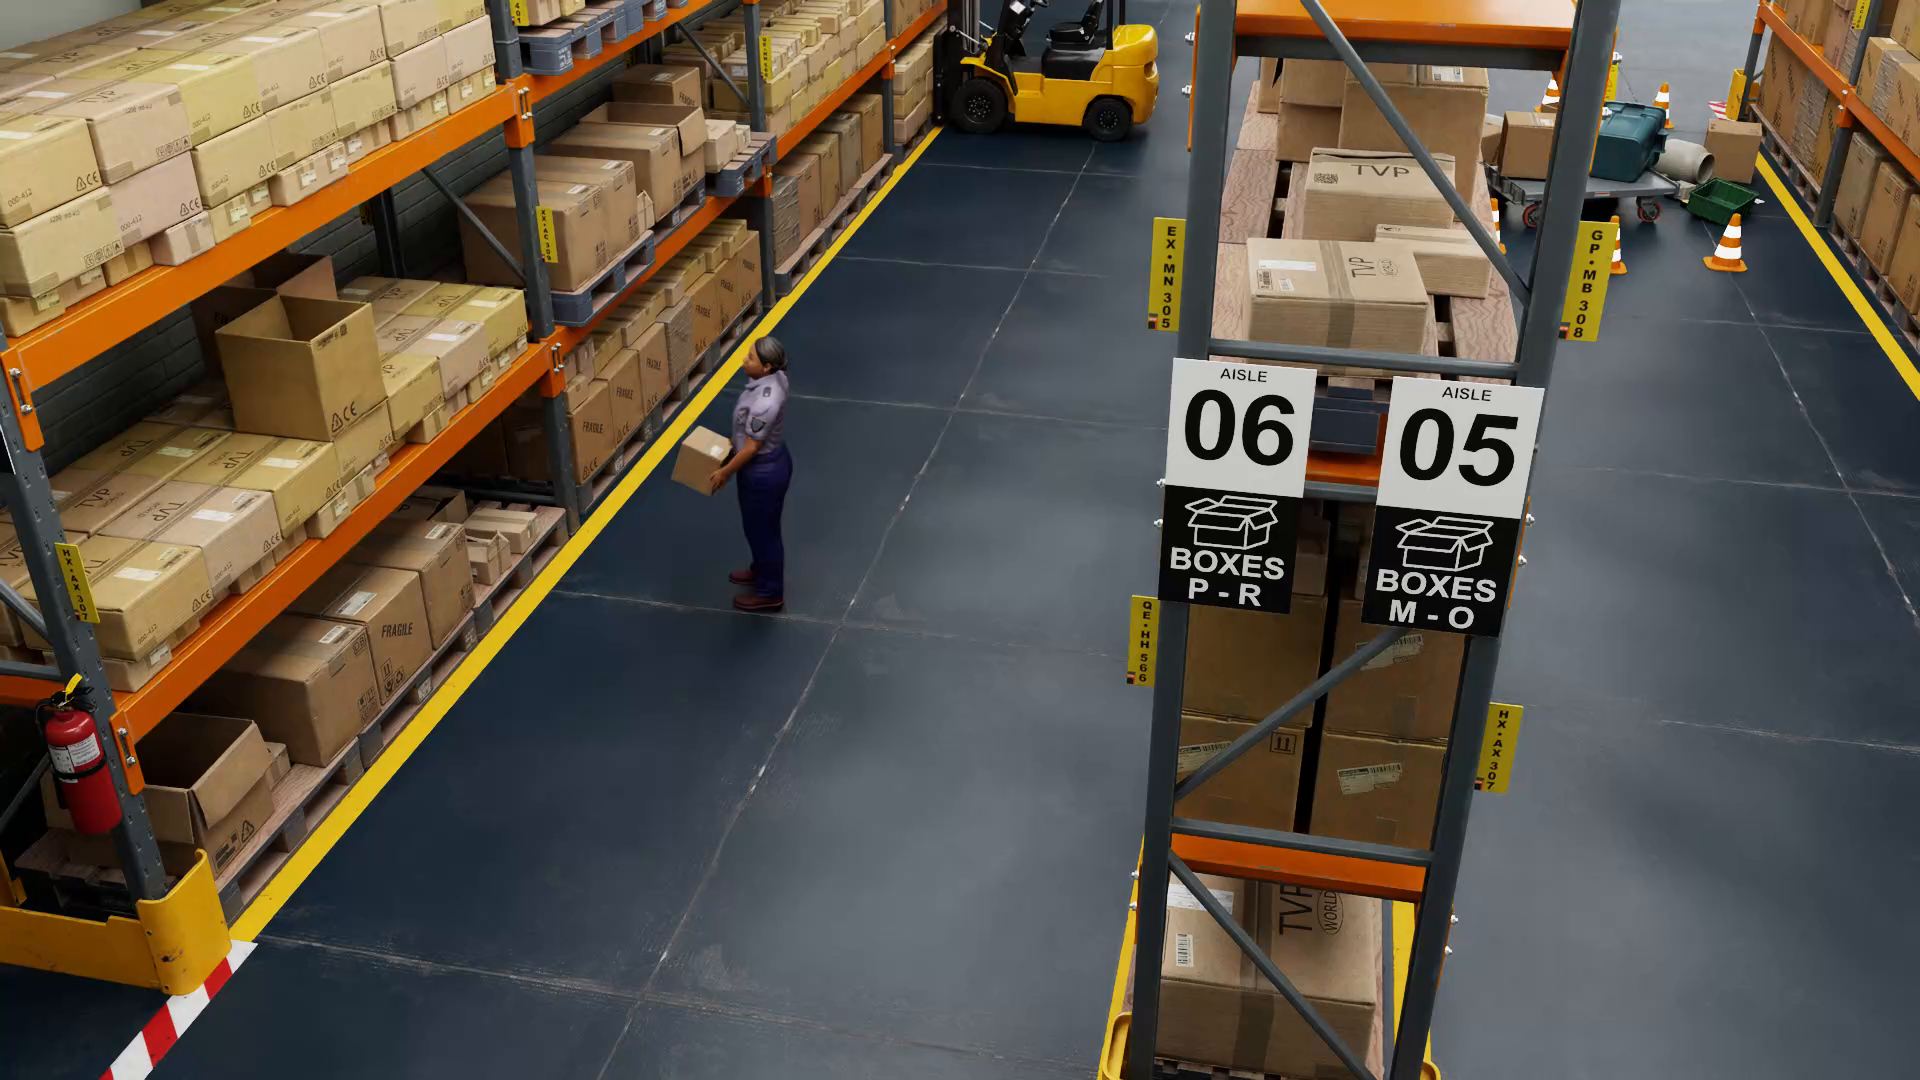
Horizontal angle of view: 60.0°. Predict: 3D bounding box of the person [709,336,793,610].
[{"bbox_3d":[-1.155,-0.382,9.310,0.460,1.652,0.538,0,29,0],"label":"person"}]
